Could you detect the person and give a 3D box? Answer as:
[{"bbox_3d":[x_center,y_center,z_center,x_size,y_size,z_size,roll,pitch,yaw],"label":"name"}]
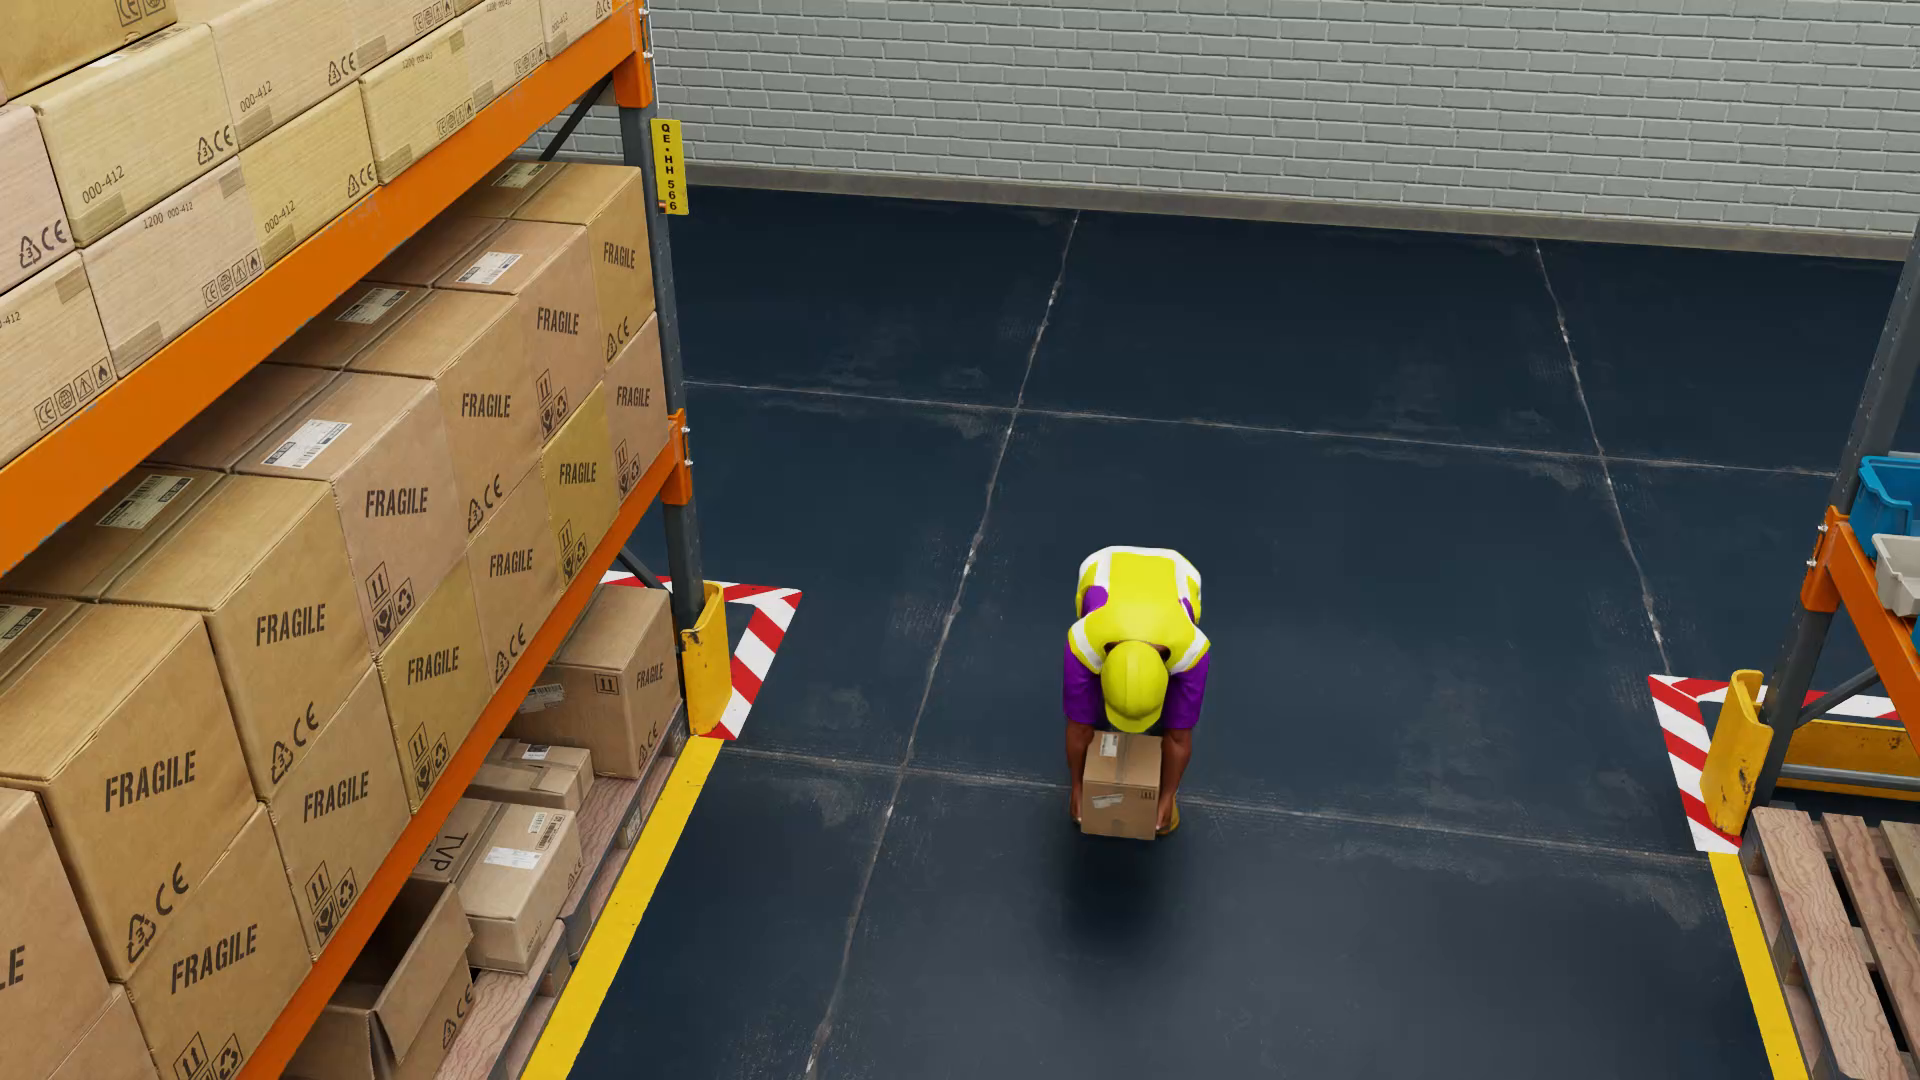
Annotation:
[{"bbox_3d":[0.591,0.624,5.700,0.477,1.148,0.974,4,32,7],"label":"person"}]
